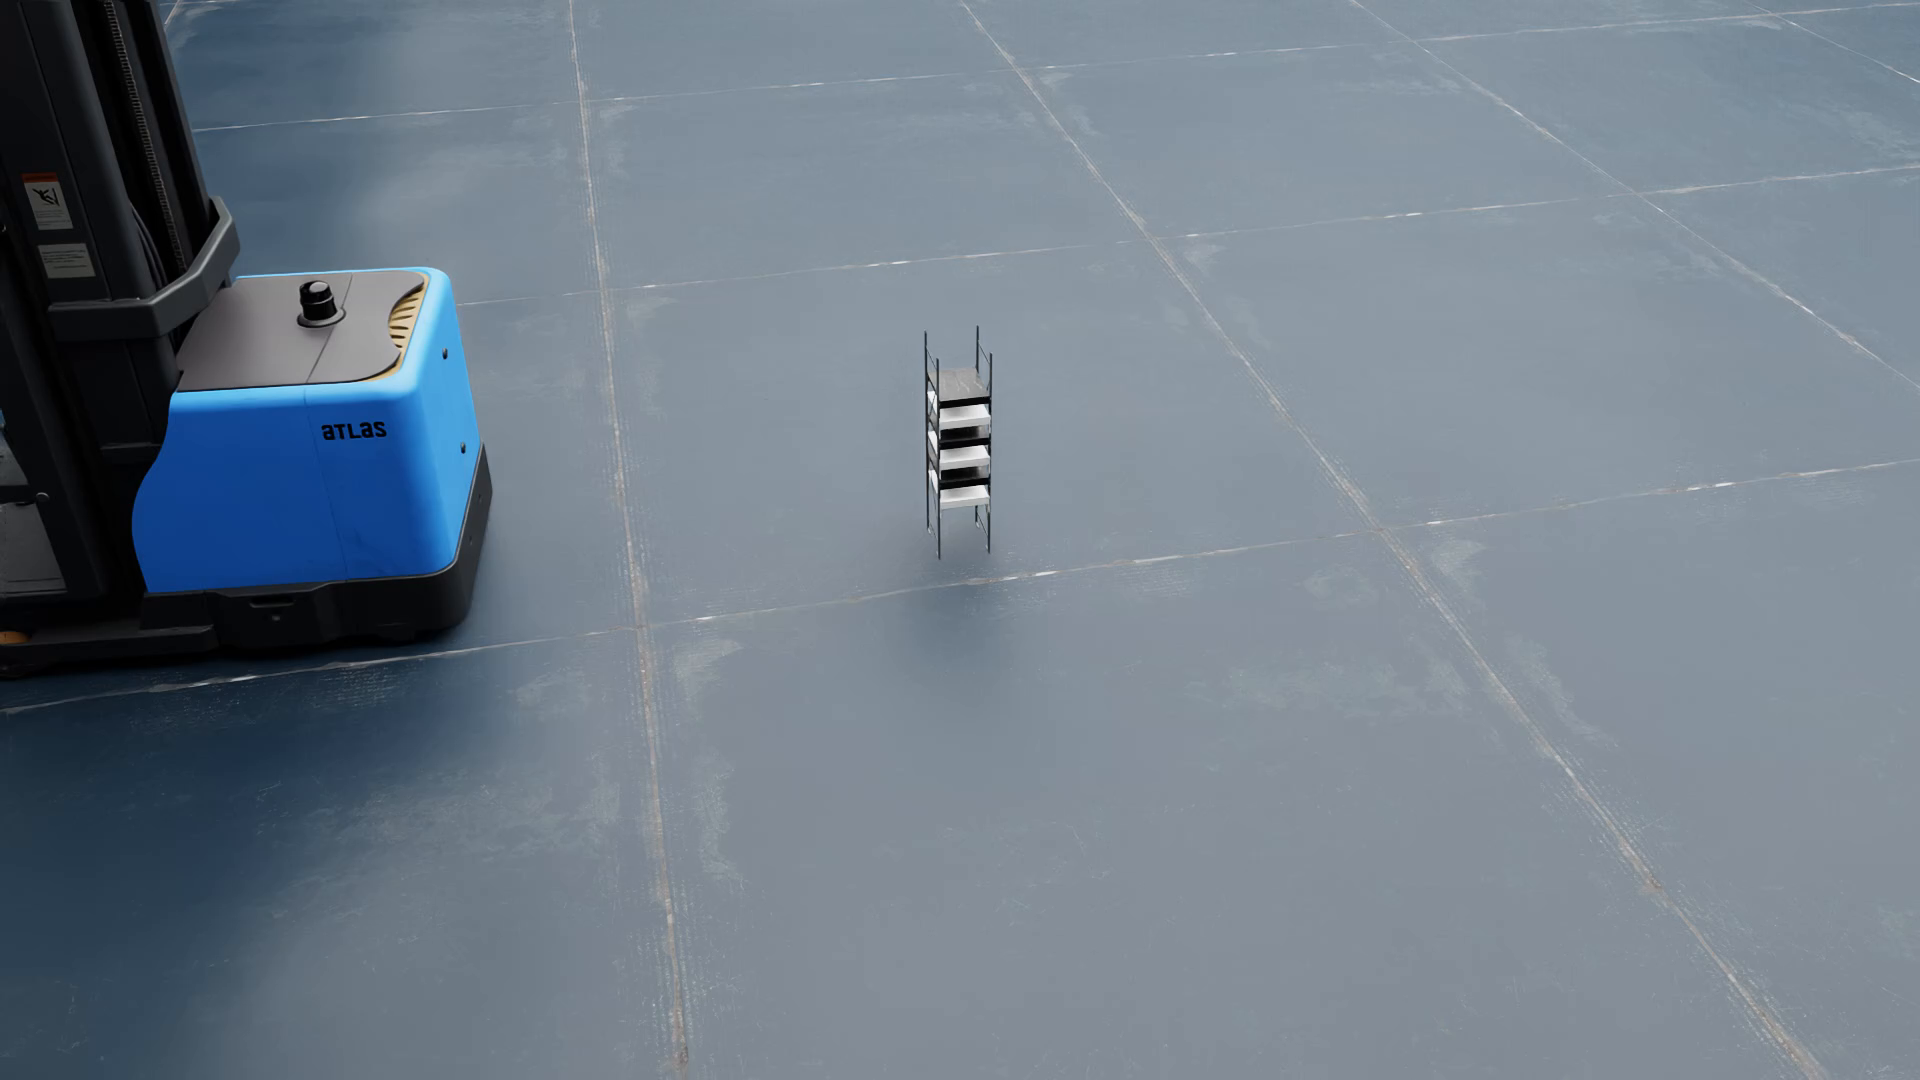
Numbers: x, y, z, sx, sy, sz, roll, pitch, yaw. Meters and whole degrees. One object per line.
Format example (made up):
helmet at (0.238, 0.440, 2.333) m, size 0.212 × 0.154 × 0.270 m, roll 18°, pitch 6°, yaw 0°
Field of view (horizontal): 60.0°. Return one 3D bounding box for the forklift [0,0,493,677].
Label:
forklift at (-3.396, -1.021, 5.641) m, size 3.031 × 2.935 × 1.130 m, roll -4°, pitch 34°, yaw -6°

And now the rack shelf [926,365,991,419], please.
rack shelf at (-0.008, -0.569, 6.366) m, size 0.200 × 0.077 × 0.258 m, roll -7°, pitch 35°, yaw -11°

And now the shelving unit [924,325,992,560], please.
shelving unit at (-0.008, -0.373, 6.498) m, size 0.210 × 0.900 × 0.258 m, roll -7°, pitch 35°, yaw -11°

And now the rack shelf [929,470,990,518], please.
rack shelf at (-0.008, -0.196, 6.617) m, size 0.200 × 0.077 × 0.258 m, roll -7°, pitch 35°, yaw -11°

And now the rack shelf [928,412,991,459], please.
rack shelf at (-0.008, -0.420, 6.466) m, size 0.200 × 0.077 × 0.258 m, roll -7°, pitch 35°, yaw -11°

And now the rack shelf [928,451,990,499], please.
rack shelf at (-0.008, -0.270, 6.566) m, size 0.200 × 0.077 × 0.258 m, roll -7°, pitch 35°, yaw -11°

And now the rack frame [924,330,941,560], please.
rack frame at (-0.107, -0.360, 6.479) m, size 0.006 × 0.900 × 0.240 m, roll -7°, pitch 35°, yaw -11°

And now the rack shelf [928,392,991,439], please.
rack shelf at (-0.008, -0.494, 6.416) m, size 0.200 × 0.077 × 0.258 m, roll -7°, pitch 35°, yaw -11°

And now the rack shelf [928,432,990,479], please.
rack shelf at (-0.008, -0.345, 6.516) m, size 0.200 × 0.077 × 0.258 m, roll -7°, pitch 35°, yaw -11°

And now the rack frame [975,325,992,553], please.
rack frame at (0.091, -0.385, 6.516) m, size 0.006 × 0.900 × 0.240 m, roll -7°, pitch 35°, yaw -11°
